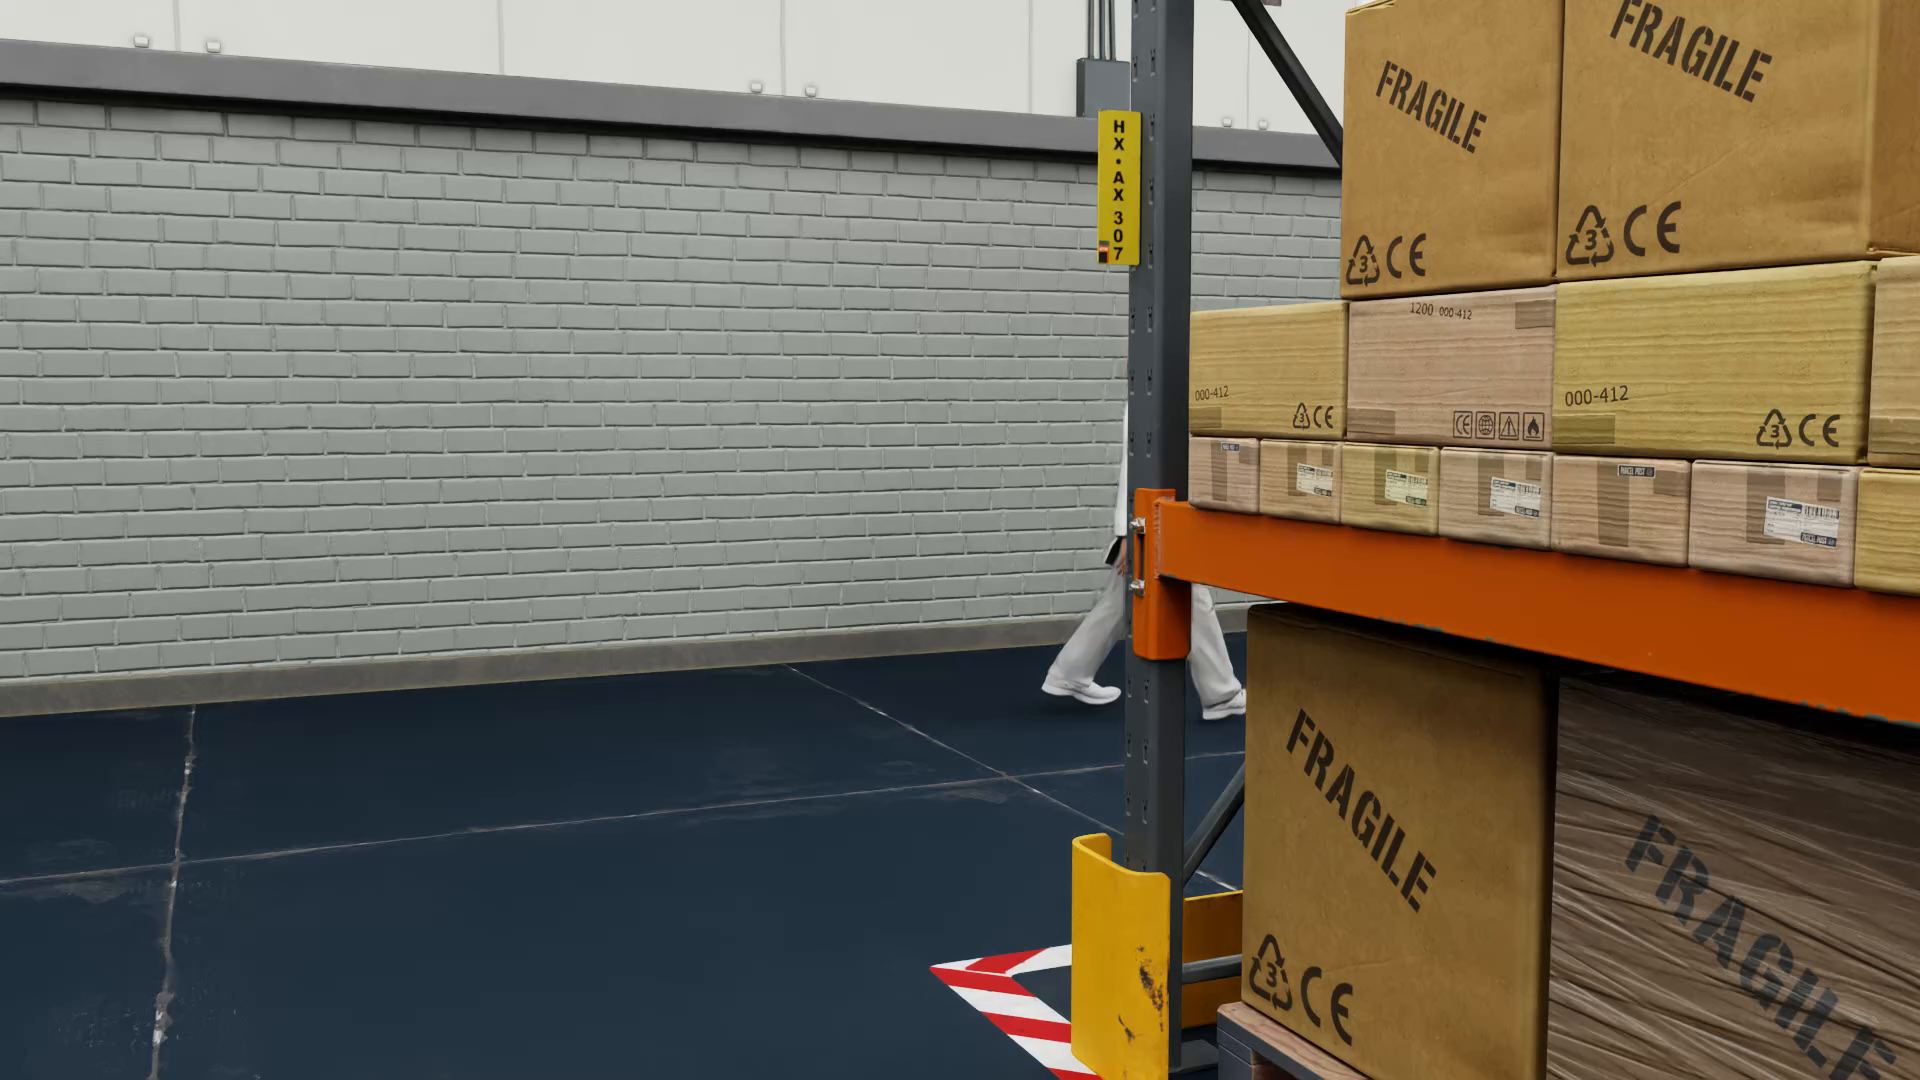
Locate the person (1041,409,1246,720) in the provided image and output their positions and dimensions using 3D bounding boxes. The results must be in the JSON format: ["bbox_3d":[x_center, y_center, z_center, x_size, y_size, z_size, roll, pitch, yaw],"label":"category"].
[{"bbox_3d":[0.930,-0.042,7.741,1.096,1.740,0.615,0,5,3],"label":"person"}]
